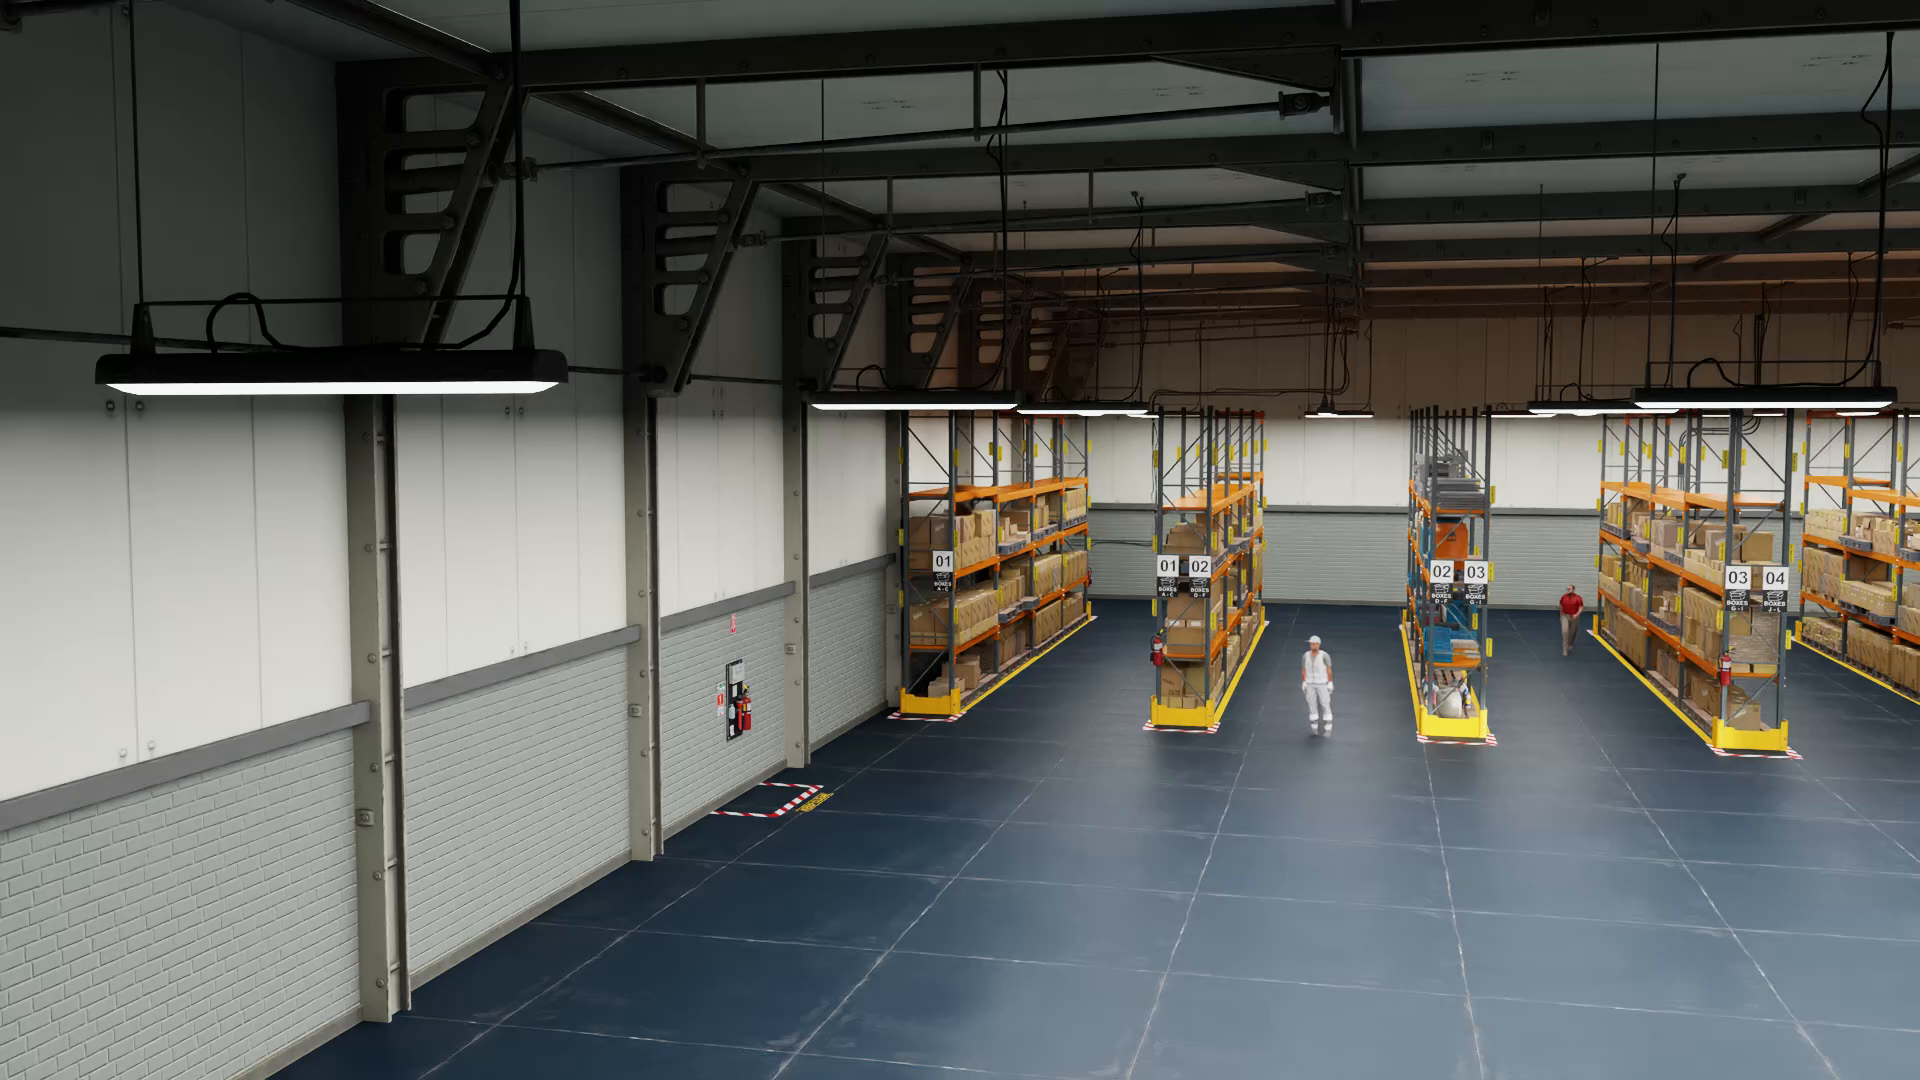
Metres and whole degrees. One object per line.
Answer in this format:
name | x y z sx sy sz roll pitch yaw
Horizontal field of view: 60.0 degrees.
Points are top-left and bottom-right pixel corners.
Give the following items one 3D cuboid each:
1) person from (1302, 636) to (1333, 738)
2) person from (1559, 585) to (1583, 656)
person | 6.496 2.654 30.274 0.640 1.802 0.443 3 5 32
person | 15.043 1.969 40.928 0.531 1.741 0.947 1 4 17
